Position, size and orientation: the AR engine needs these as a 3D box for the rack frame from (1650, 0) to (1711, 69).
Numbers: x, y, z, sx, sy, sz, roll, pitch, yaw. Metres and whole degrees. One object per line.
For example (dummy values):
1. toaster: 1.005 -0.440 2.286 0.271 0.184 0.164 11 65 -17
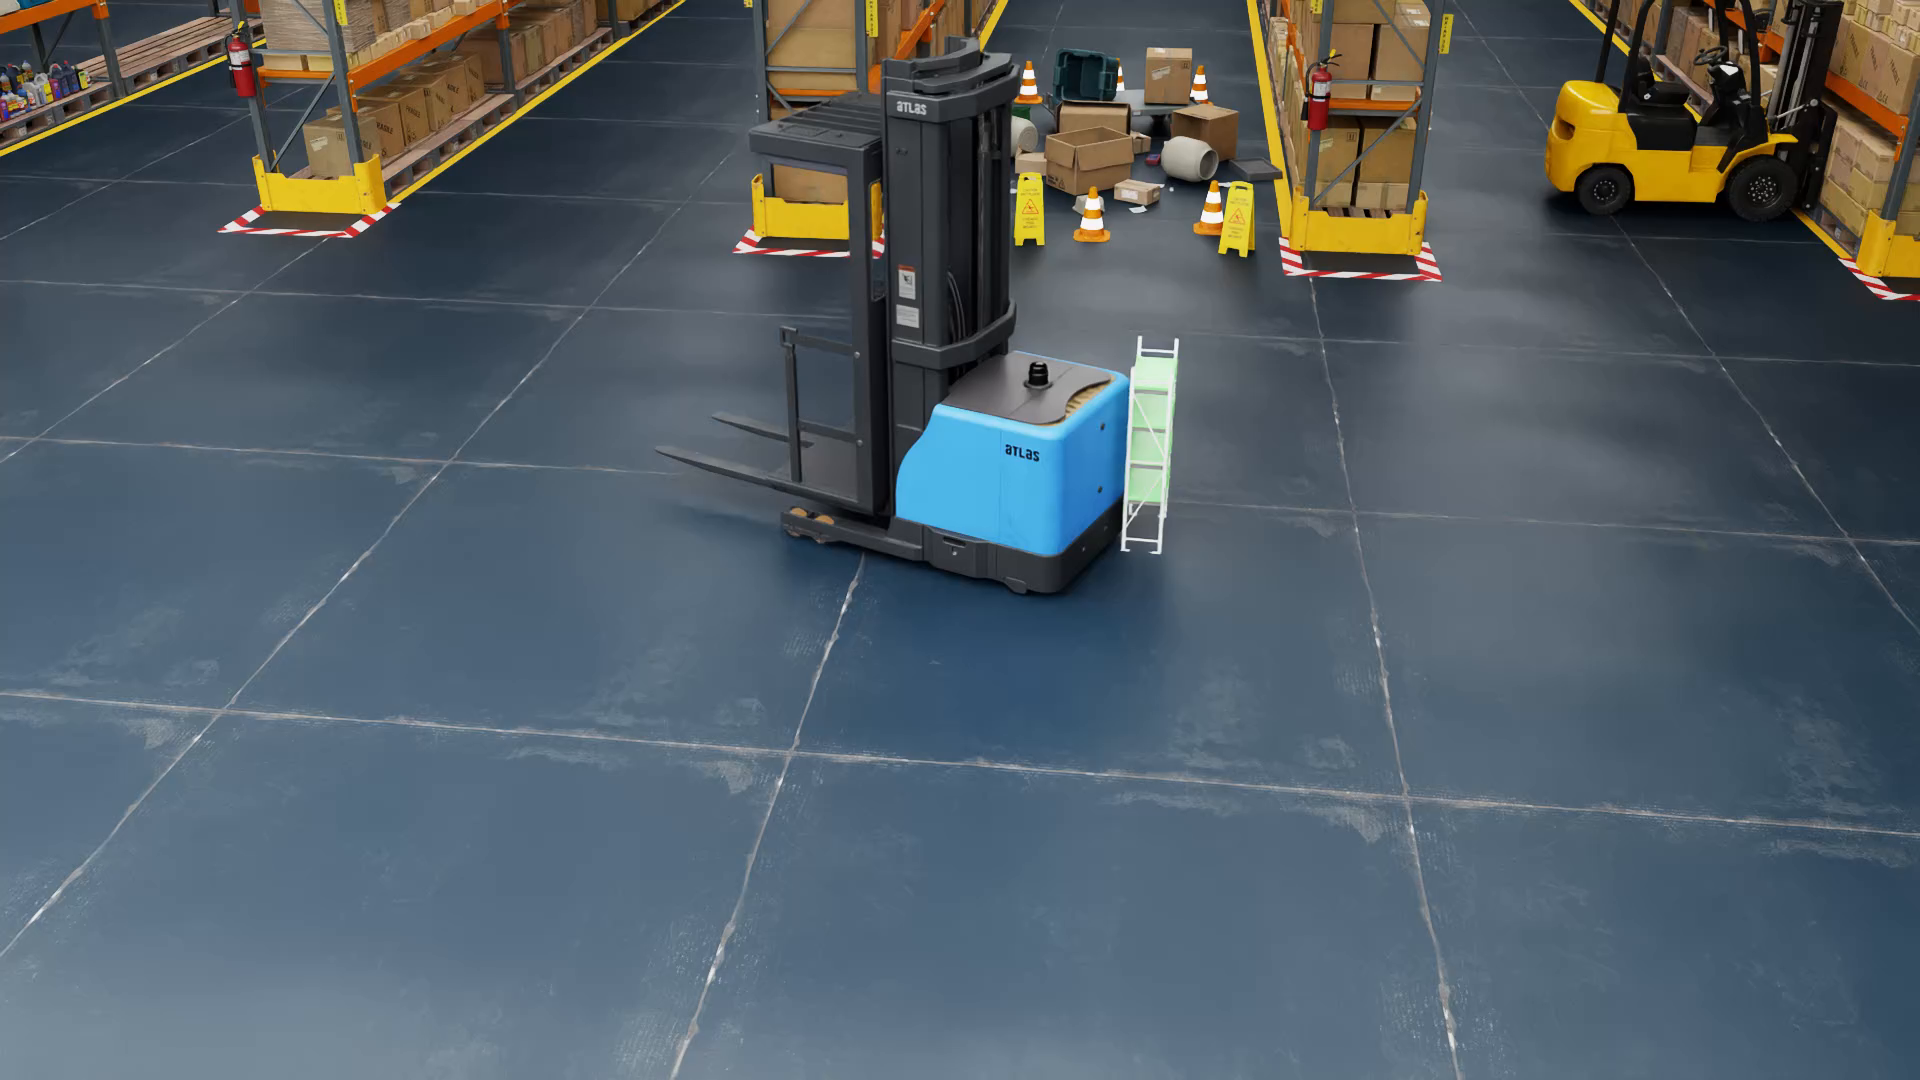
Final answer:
1. rack frame: 9.507 -7.450 20.915 1.000 3.000 0.127 3 28 6

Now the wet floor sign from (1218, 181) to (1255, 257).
1. wet floor sign: 2.515 -2.907 14.965 0.267 0.644 0.232 14 31 24

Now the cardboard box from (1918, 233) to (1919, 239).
1. cardboard box: 8.781 -2.878 14.886 0.500 0.250 0.500 3 29 6

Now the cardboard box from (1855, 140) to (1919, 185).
1. cardboard box: 8.274 -3.333 14.677 0.500 0.250 0.500 4 29 8

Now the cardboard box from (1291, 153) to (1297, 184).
1. cardboard box: 3.504 -3.585 16.197 0.500 0.250 0.500 3 29 6

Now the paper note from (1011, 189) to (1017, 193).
1. paper note: 0.547 -3.523 16.758 0.144 0.017 0.142 14 31 24

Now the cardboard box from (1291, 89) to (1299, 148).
1. cardboard box: 3.569 -4.150 16.457 0.500 0.500 0.500 3 28 5

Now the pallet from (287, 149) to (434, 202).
1. pallet: -6.091 -3.735 16.960 1.003 0.211 1.213 3 28 6

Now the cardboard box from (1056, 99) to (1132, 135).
1. cardboard box: 1.409 -4.346 17.643 0.797 0.637 0.503 3 28 6

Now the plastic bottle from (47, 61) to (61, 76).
1. plastic bottle: -10.596 -5.433 19.502 0.144 0.351 0.185 3 28 6

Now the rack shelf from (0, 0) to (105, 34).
1. rack shelf: -10.906 -5.459 17.979 1.077 0.370 4.000 3 28 6

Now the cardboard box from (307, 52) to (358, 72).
1. cardboard box: -5.963 -4.556 15.810 0.380 0.149 0.250 3 28 6

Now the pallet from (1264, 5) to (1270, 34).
1. pallet: 4.904 -7.448 23.853 1.003 0.211 1.213 3 28 6

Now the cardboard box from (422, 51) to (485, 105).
1. cardboard box: -5.834 -5.328 19.170 0.500 0.500 0.500 3 28 5

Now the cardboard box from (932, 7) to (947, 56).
1. cardboard box: -0.726 -6.039 20.227 1.050 0.750 0.750 3 28 6

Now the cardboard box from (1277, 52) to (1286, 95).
1. cardboard box: 4.237 -5.467 19.563 0.950 0.372 0.625 5 29 9

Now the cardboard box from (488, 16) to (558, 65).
1. cardboard box: -5.503 -6.297 20.948 0.700 0.500 0.500 1 28 2

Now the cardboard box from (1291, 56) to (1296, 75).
1. cardboard box: 3.614 -4.884 17.135 0.380 0.149 0.250 4 29 8

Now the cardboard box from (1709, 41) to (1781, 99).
1. cardboard box: 9.173 -5.317 19.018 0.875 0.625 0.625 3 28 6

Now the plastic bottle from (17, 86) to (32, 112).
1. plastic bottle: -10.540 -4.966 18.718 0.097 0.271 0.097 0 28 0

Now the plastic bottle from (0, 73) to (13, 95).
1. plastic bottle: -11.069 -5.279 19.298 0.097 0.271 0.097 0 28 0

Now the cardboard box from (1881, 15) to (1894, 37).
1. cardboard box: 8.427 -4.550 14.743 0.380 0.149 0.250 3 28 6

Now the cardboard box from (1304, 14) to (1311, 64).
1. cardboard box: 3.459 -4.653 15.304 0.500 0.500 0.500 3 29 6

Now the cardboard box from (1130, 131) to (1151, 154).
1. cardboard box: 1.860 -4.391 18.121 0.258 0.266 0.396 -17 33 -29

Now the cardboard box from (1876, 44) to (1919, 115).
1. cardboard box: 8.327 -3.975 14.360 0.500 0.500 0.500 3 28 5

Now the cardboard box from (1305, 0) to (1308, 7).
1. cardboard box: 3.516 -5.077 15.038 0.700 0.500 0.500 4 29 7

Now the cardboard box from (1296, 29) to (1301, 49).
1. cardboard box: 3.567 -5.012 16.655 0.380 0.149 0.250 3 29 6

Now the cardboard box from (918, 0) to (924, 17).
1. cardboard box: -0.868 -5.985 18.039 0.875 0.550 0.550 3 28 6

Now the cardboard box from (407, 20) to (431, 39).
1. cardboard box: -5.683 -5.257 17.110 0.380 0.149 0.250 3 28 6

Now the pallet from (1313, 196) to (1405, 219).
1. pallet: 3.744 -3.159 15.891 1.003 0.211 1.213 3 28 6

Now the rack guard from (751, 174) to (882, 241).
1. rack guard: -1.328 -3.099 15.475 1.175 0.500 0.348 3 28 6

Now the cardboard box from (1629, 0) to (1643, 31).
1. cardboard box: 9.479 -7.227 22.695 0.500 0.500 0.500 5 29 8

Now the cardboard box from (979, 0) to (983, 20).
1. cardboard box: 0.053 -7.616 23.417 0.500 0.500 0.500 4 29 7

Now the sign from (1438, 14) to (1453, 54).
1. sign: 4.139 -4.320 14.194 0.100 0.325 0.005 3 28 6

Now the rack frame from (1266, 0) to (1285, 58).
1. rack frame: 4.581 -7.736 21.448 1.000 3.000 0.127 3 28 6

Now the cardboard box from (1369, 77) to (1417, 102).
1. cardboard box: 3.847 -4.008 14.792 0.380 0.149 0.250 3 29 6

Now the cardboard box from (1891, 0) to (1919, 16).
1. cardboard box: 8.471 -4.681 14.673 0.380 0.149 0.250 4 29 7

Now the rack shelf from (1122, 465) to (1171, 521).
1. rack shelf: 1.144 -0.301 10.183 0.258 0.148 0.480 5 29 9

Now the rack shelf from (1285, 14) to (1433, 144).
1. rack shelf: 3.845 -4.595 16.376 1.077 0.370 4.000 3 28 6

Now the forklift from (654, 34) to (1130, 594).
1. forklift: -0.521 -1.473 9.894 3.031 2.935 1.130 15 32 26

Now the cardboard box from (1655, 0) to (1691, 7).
1. cardboard box: 9.316 -7.067 21.714 0.380 0.149 0.250 2 28 4

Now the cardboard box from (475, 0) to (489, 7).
1. cardboard box: -5.520 -6.083 18.644 0.380 0.149 0.250 3 28 6

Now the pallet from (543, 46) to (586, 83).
1. pallet: -5.504 -6.144 21.432 1.003 0.211 1.213 3 28 6

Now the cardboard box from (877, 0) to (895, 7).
1. cardboard box: -1.062 -5.445 15.897 0.875 0.550 0.550 3 28 6

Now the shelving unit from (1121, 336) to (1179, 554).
1. shelving unit: 1.145 -0.568 10.039 0.258 1.200 0.503 5 29 9

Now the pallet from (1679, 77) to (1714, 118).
1. pallet: 9.216 -5.264 19.799 1.003 0.211 1.213 3 28 6

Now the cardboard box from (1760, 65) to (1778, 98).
1. cardboard box: 8.646 -4.772 17.347 0.500 0.250 0.500 3 28 5

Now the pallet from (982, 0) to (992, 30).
1. pallet: -0.095 -7.689 24.300 1.003 0.211 1.213 3 28 6

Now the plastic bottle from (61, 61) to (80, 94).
1. plastic bottle: -10.453 -5.425 19.486 0.144 0.351 0.185 3 28 5

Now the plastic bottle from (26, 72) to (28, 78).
1. plastic bottle: -11.147 -5.507 19.795 0.097 0.201 0.097 0 28 0

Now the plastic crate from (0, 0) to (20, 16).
1. plastic crate: -10.608 -5.822 18.172 0.530 0.136 0.437 3 28 6
